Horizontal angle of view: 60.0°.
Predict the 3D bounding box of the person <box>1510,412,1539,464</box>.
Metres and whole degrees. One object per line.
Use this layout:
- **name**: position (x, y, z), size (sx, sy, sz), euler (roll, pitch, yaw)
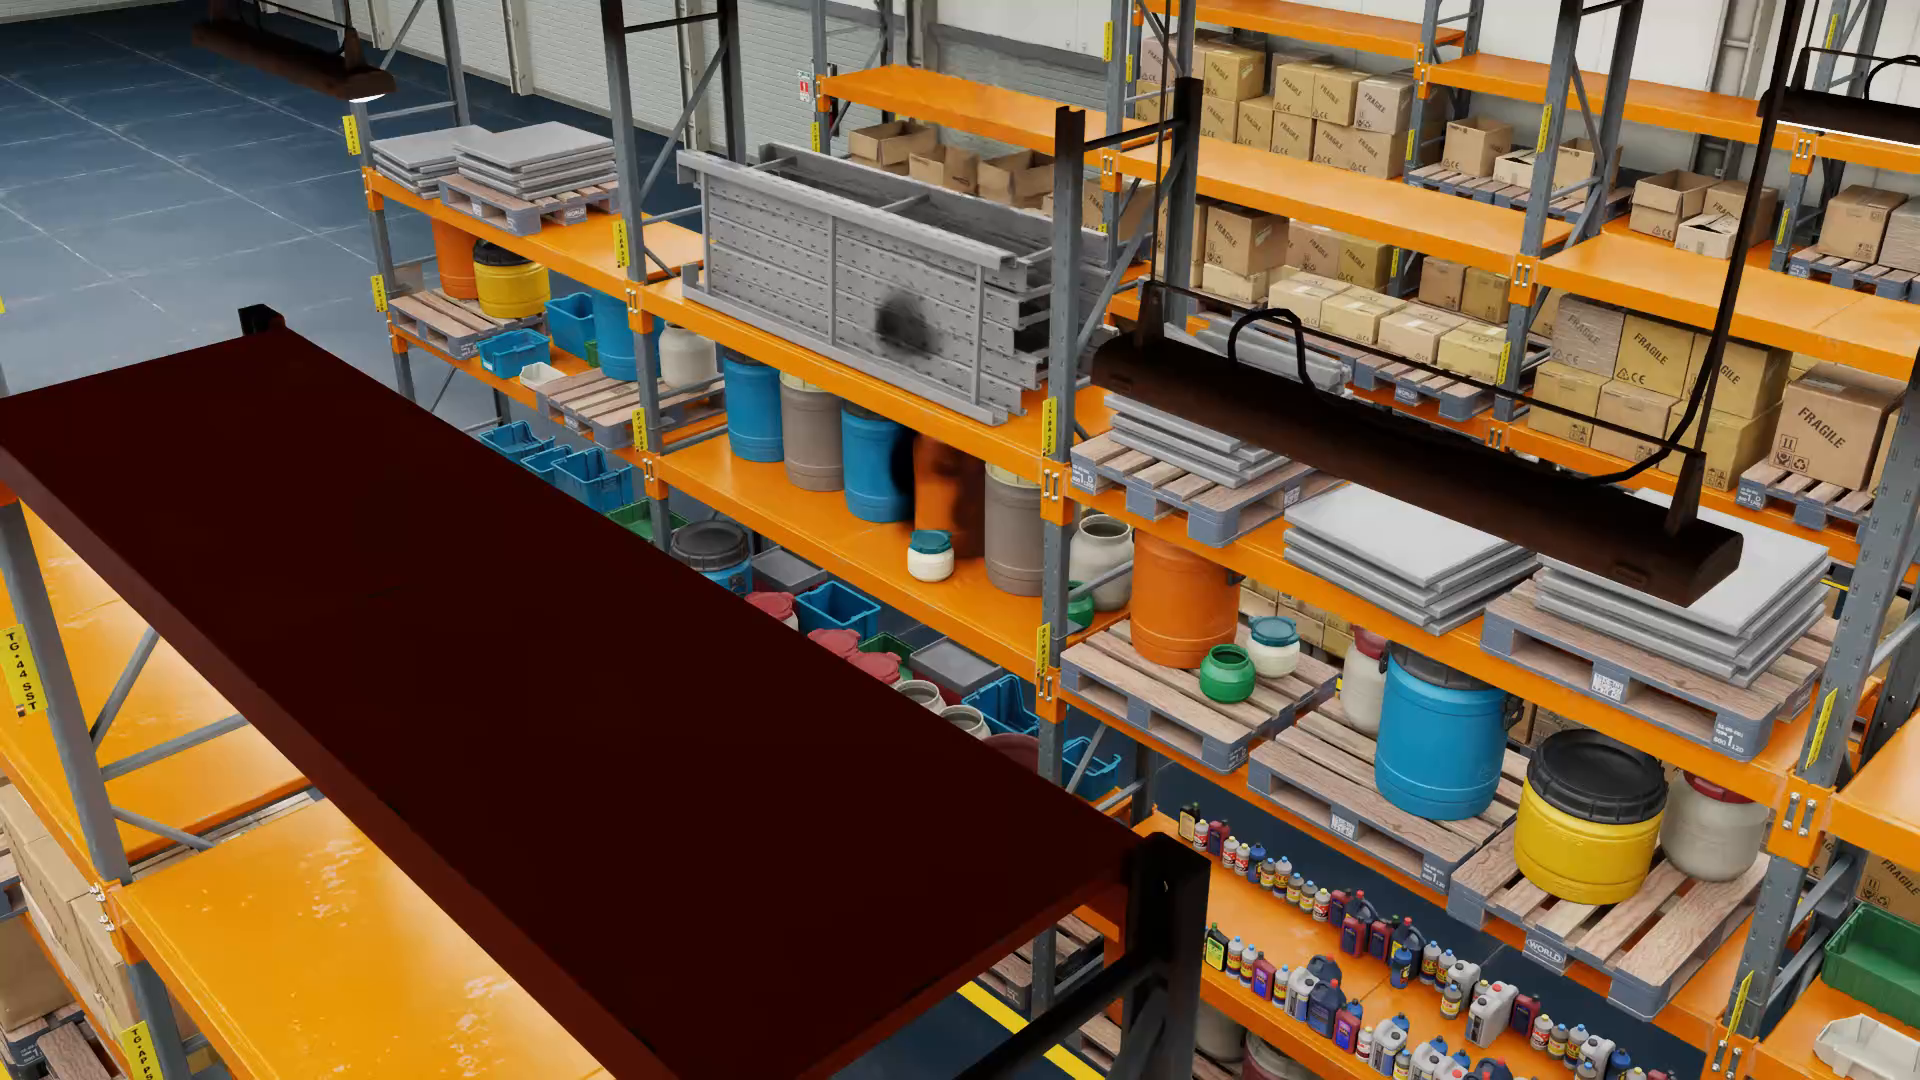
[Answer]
- **person**: position (5.599, -0.548, 16.165), size (0.618, 1.648, 0.719), euler (-25, 37, -39)
